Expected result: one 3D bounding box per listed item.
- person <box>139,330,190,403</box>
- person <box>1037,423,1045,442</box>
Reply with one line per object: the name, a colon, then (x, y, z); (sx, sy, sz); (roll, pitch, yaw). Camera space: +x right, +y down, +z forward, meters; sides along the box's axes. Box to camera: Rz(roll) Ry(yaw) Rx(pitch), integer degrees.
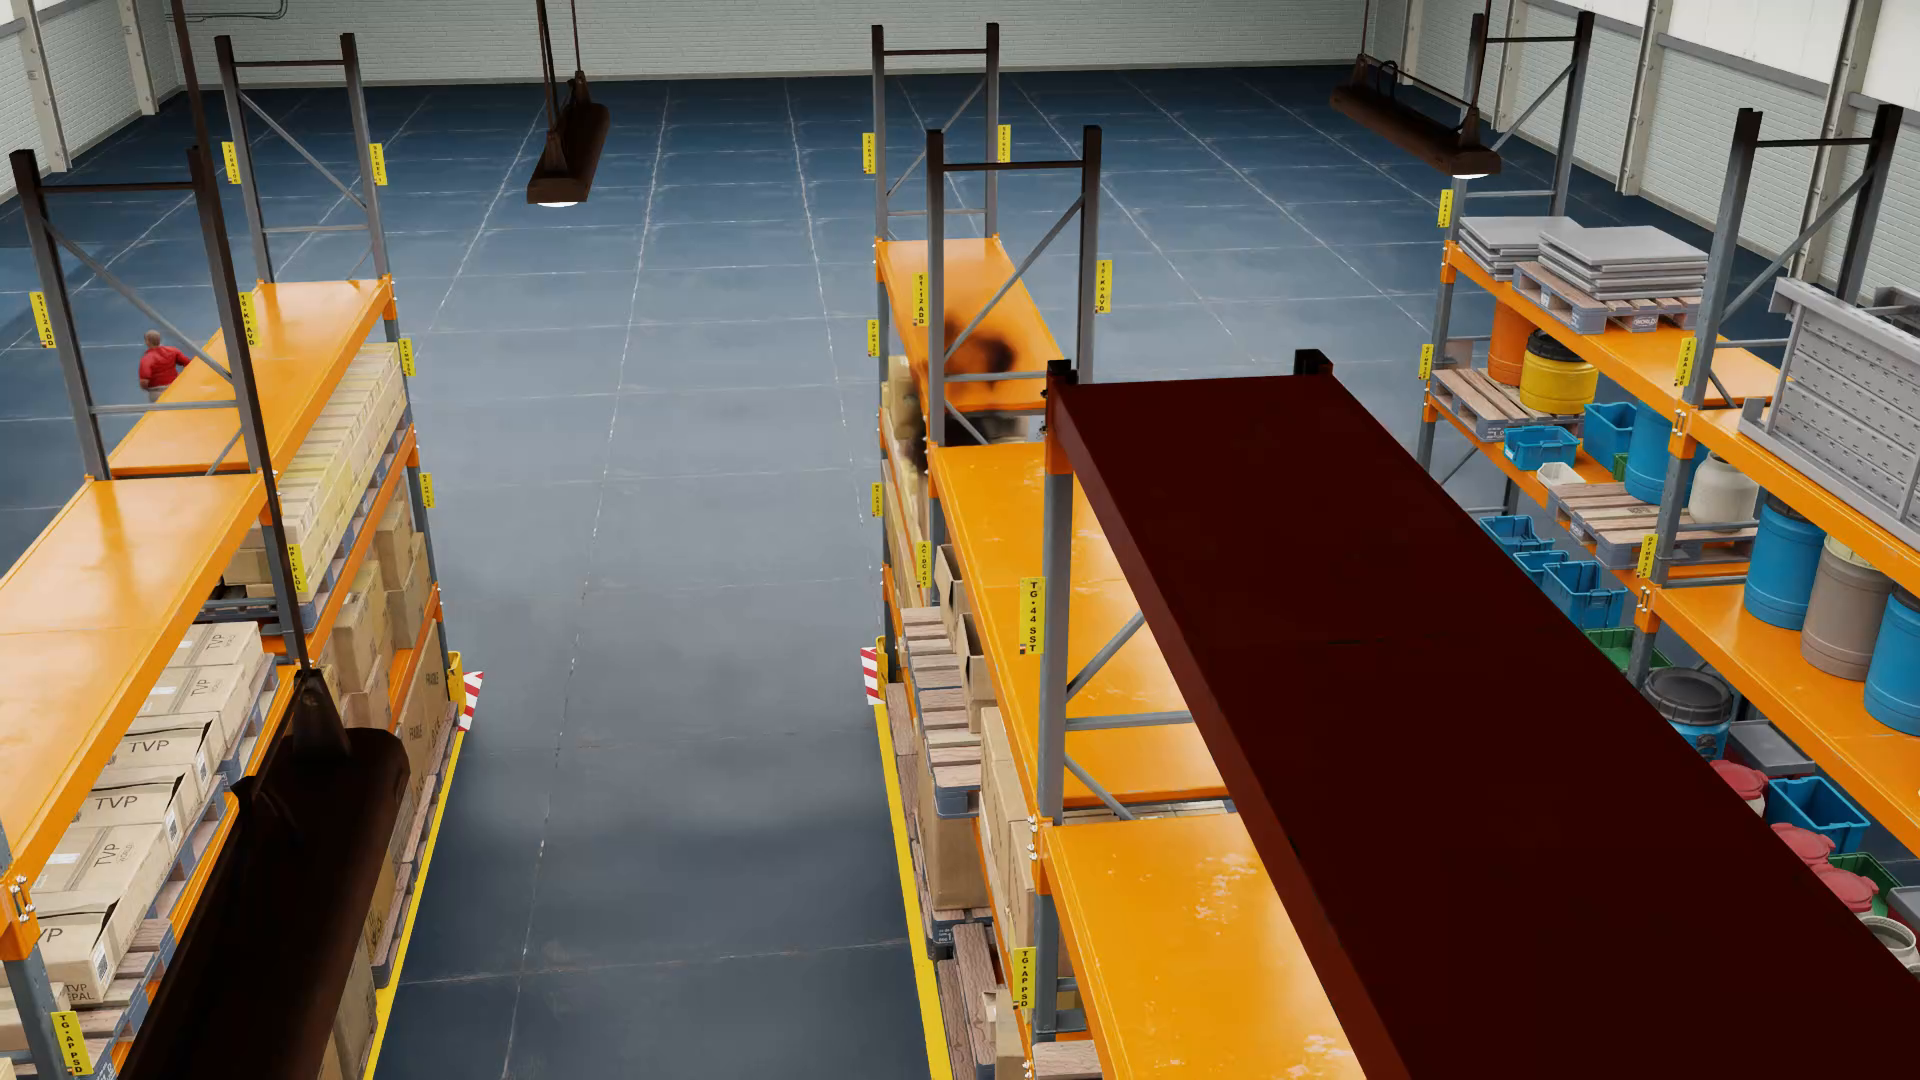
person: (-9.641, -1.754, 20.233); (0.619, 1.677, 0.679); (12, 28, 24)
person: (1.090, -0.913, 18.405); (0.848, 1.748, 0.669); (9, 27, 18)
